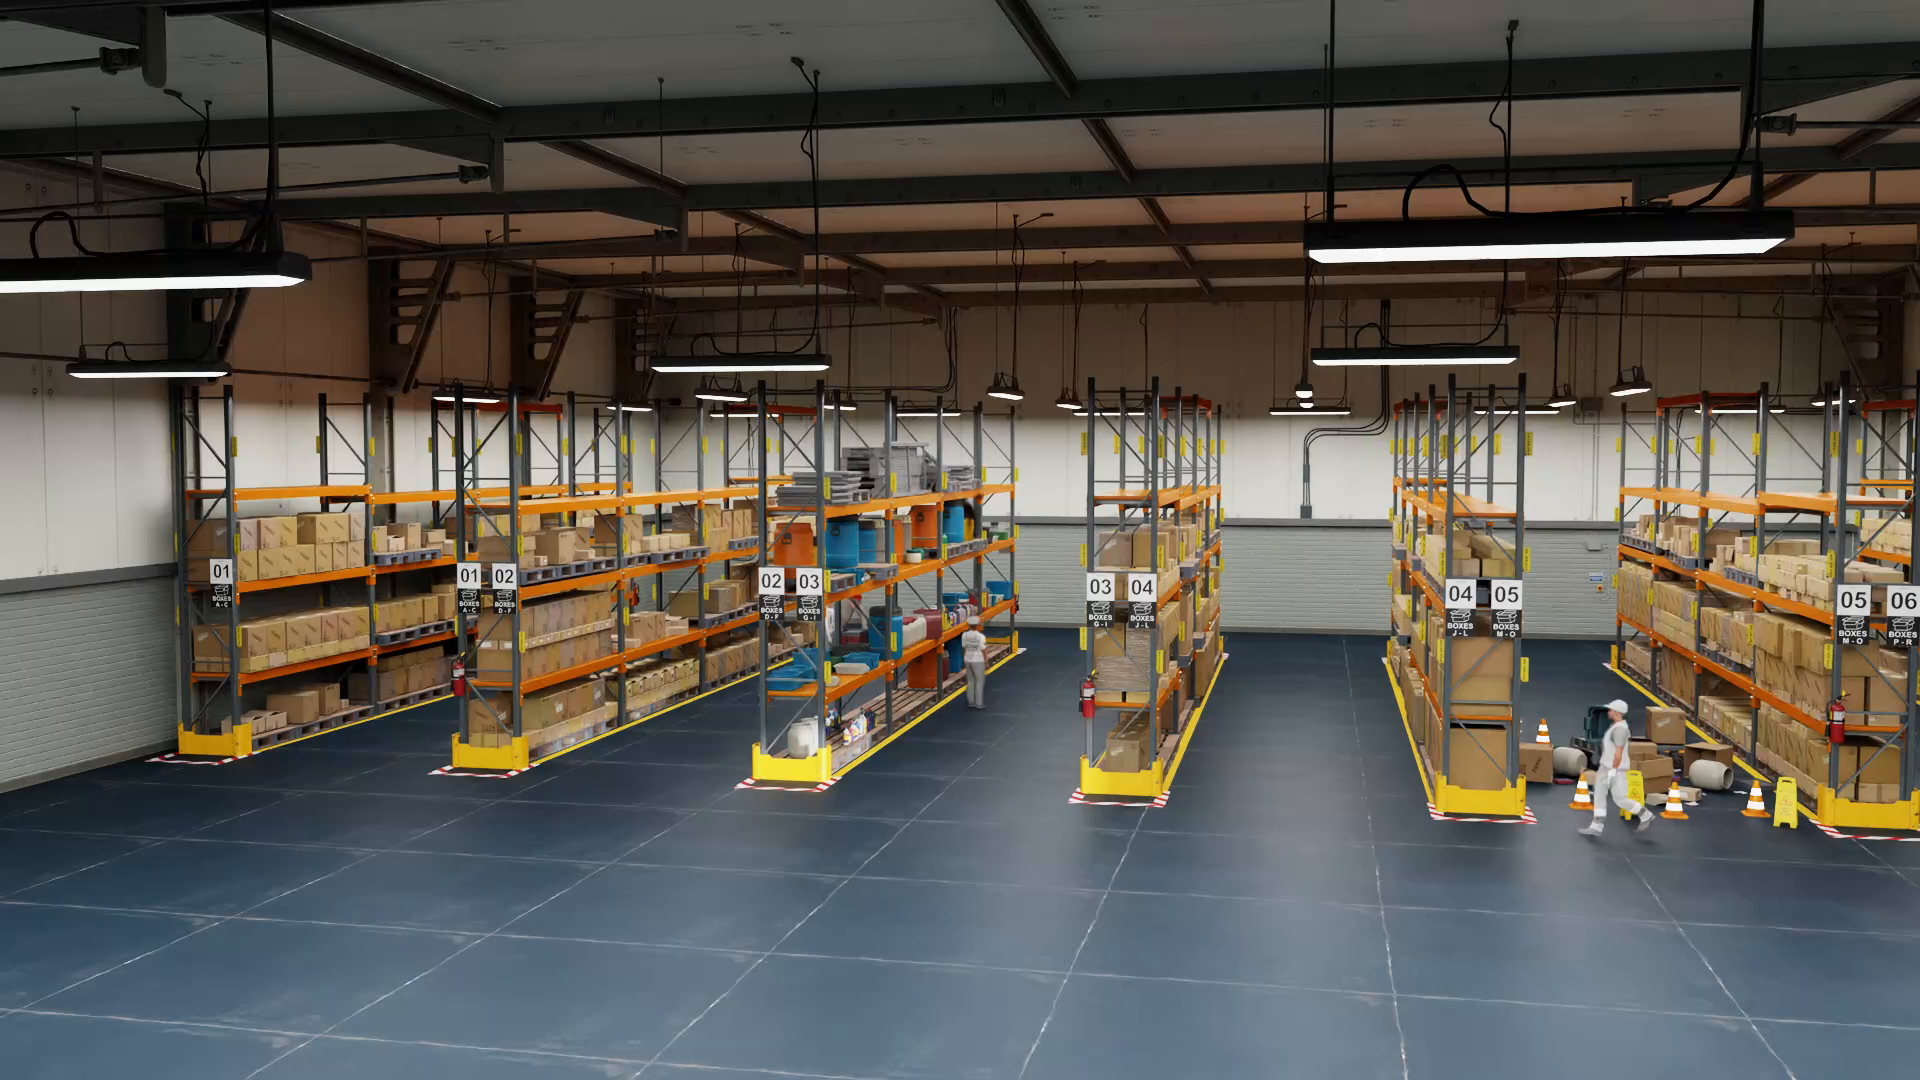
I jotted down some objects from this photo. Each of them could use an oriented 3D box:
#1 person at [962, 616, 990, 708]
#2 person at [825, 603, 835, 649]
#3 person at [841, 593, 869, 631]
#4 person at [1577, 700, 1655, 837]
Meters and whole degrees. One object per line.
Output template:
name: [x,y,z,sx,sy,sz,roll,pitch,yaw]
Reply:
person: [0.304,2.335,31.861,0.477,1.772,0.570,-2,4,-36]
person: [-2.717,2.029,35.507,0.572,1.702,0.527,3,4,39]
person: [-2.787,1.678,44.236,1.082,1.669,0.606,2,4,28]
person: [8.429,2.929,21.286,0.905,1.774,0.496,-1,3,-9]
